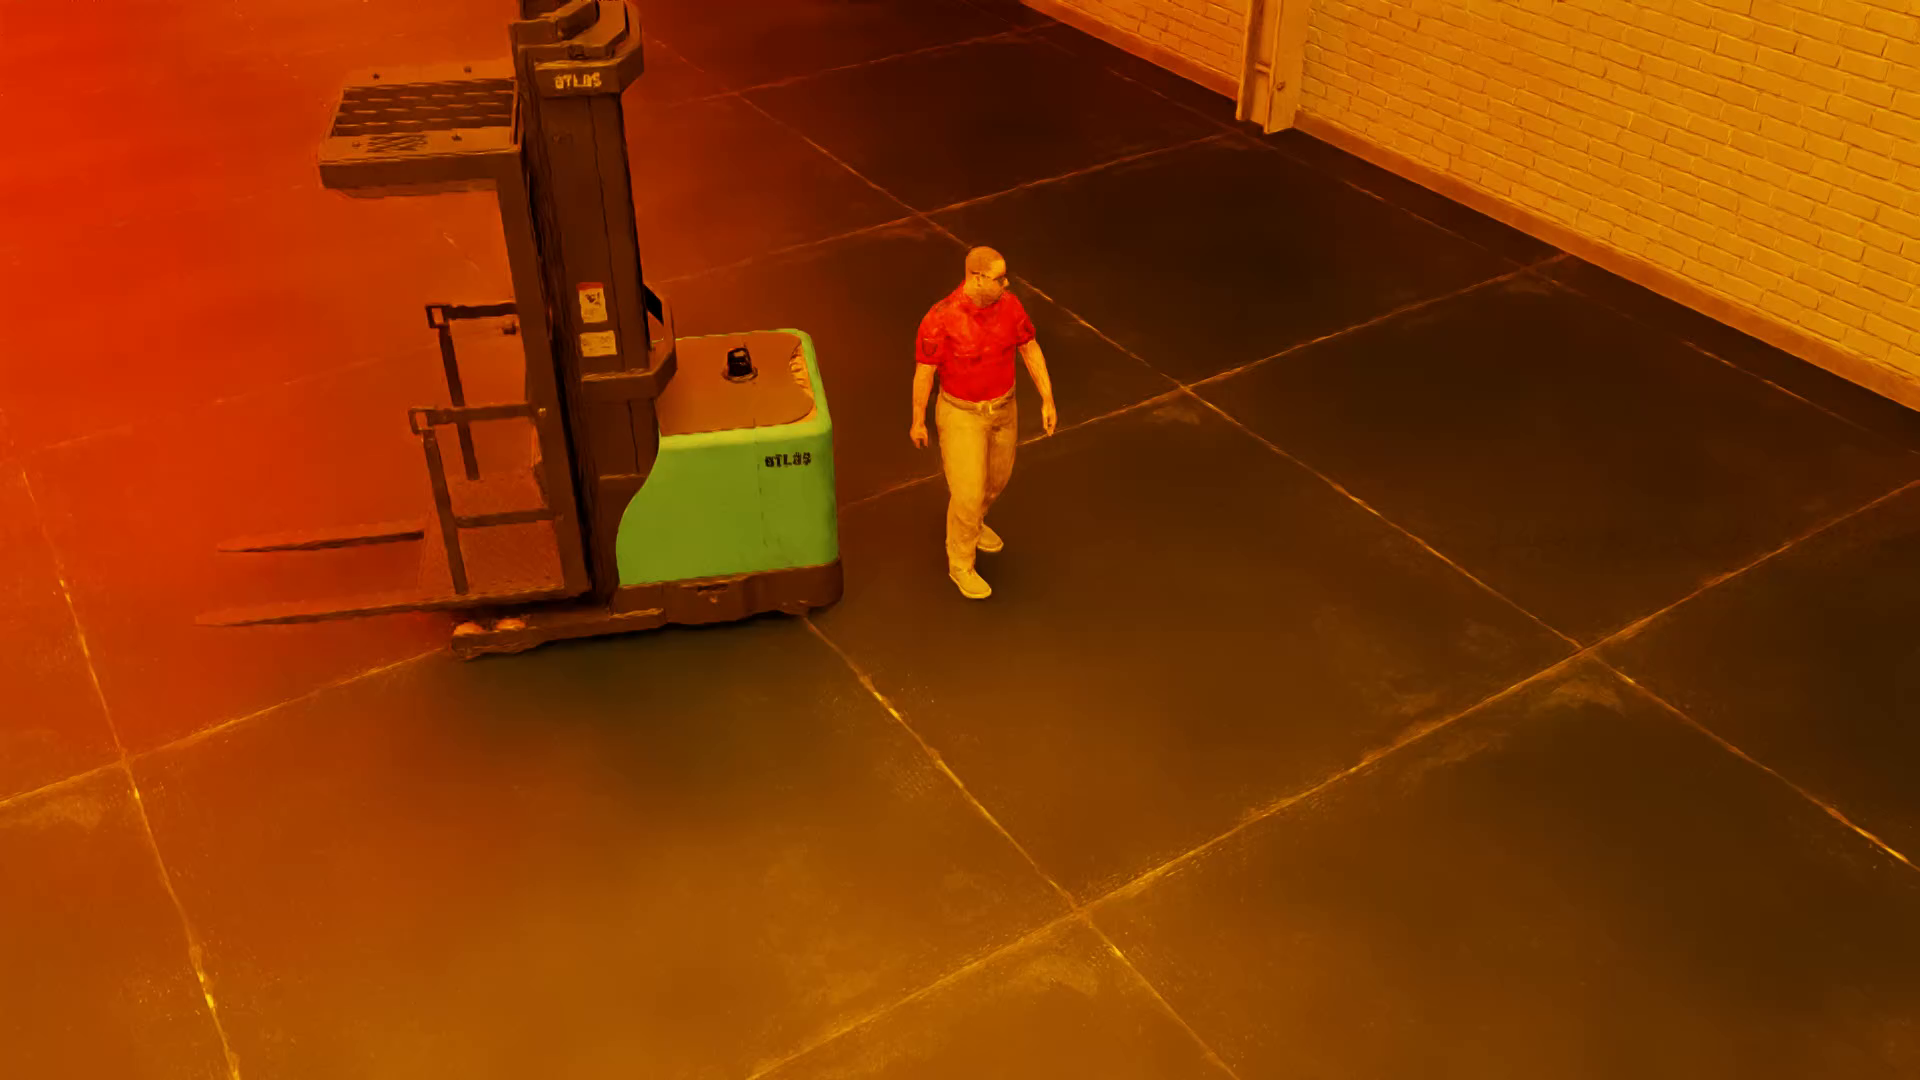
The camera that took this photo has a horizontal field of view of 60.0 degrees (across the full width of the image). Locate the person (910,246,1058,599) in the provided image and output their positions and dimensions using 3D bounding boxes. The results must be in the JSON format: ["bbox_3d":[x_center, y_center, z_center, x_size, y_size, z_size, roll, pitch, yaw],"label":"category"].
[{"bbox_3d":[0.123,-0.596,8.074,0.670,1.696,0.649,-23,41,-29],"label":"person"}]

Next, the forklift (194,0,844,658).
[{"bbox_3d":[-2.142,-0.970,7.529,3.031,2.935,1.130,-6,36,-9],"label":"forklift"}]
